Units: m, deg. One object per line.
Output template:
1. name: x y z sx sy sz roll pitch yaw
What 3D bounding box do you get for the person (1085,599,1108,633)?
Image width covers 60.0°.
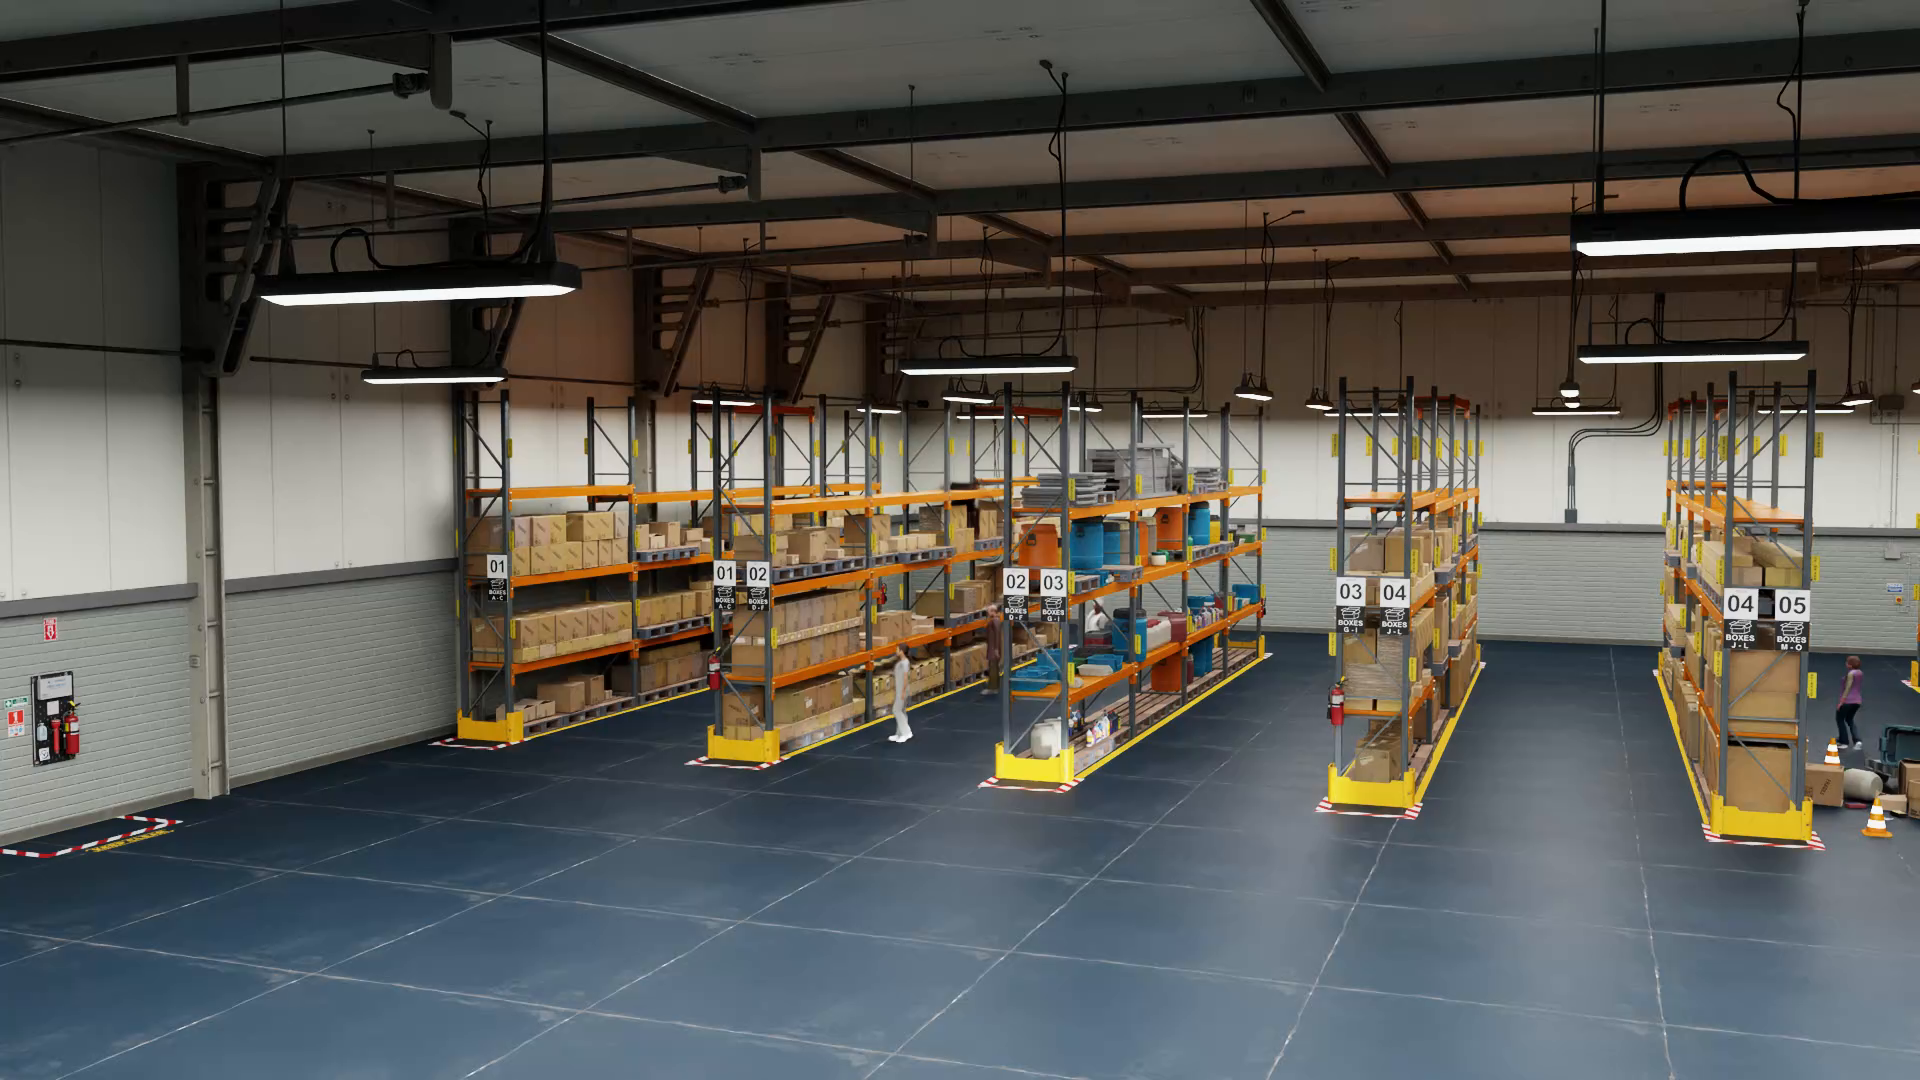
1. person: 2.820 2.118 35.374 0.590 1.769 0.710 -2 4 -38

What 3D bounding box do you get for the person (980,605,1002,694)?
1. person: 0.631 2.203 33.562 0.449 1.781 0.626 0 3 1

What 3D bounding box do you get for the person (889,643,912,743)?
1. person: -1.017 2.599 28.410 0.386 1.685 0.477 -1 3 -10

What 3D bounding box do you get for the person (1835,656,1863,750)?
1. person: 14.757 2.722 27.692 0.457 1.608 0.455 -1 3 -20
